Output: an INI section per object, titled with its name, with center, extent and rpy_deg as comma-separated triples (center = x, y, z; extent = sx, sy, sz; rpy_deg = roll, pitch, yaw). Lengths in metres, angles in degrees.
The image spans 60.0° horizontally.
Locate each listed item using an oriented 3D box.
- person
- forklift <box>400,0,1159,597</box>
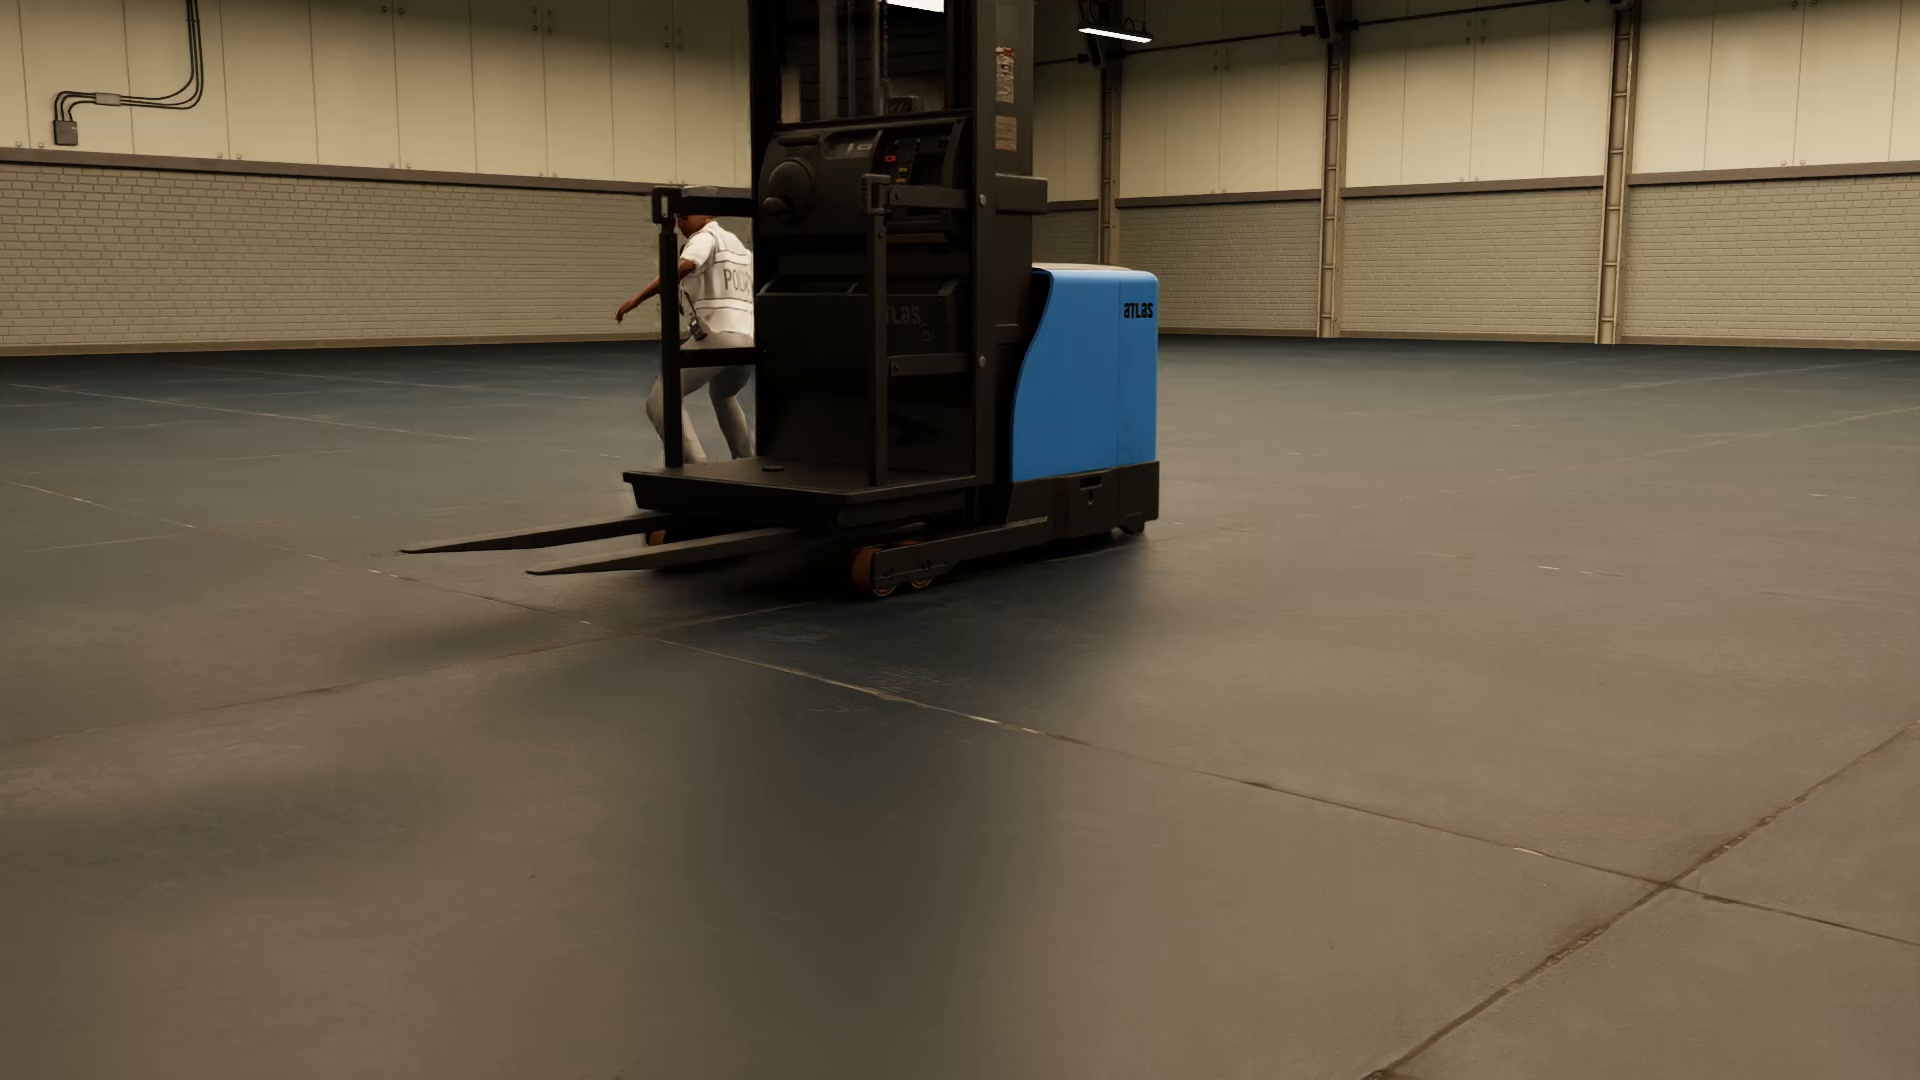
[person]
center = -1.198, -0.942, 8.265
extent = 0.515, 1.605, 1.062
rpy_deg = 4, 10, 27
[forklift]
center = -0.492, -1.345, 5.804
extent = 1.130, 2.935, 3.031
rpy_deg = 7, 11, 38
